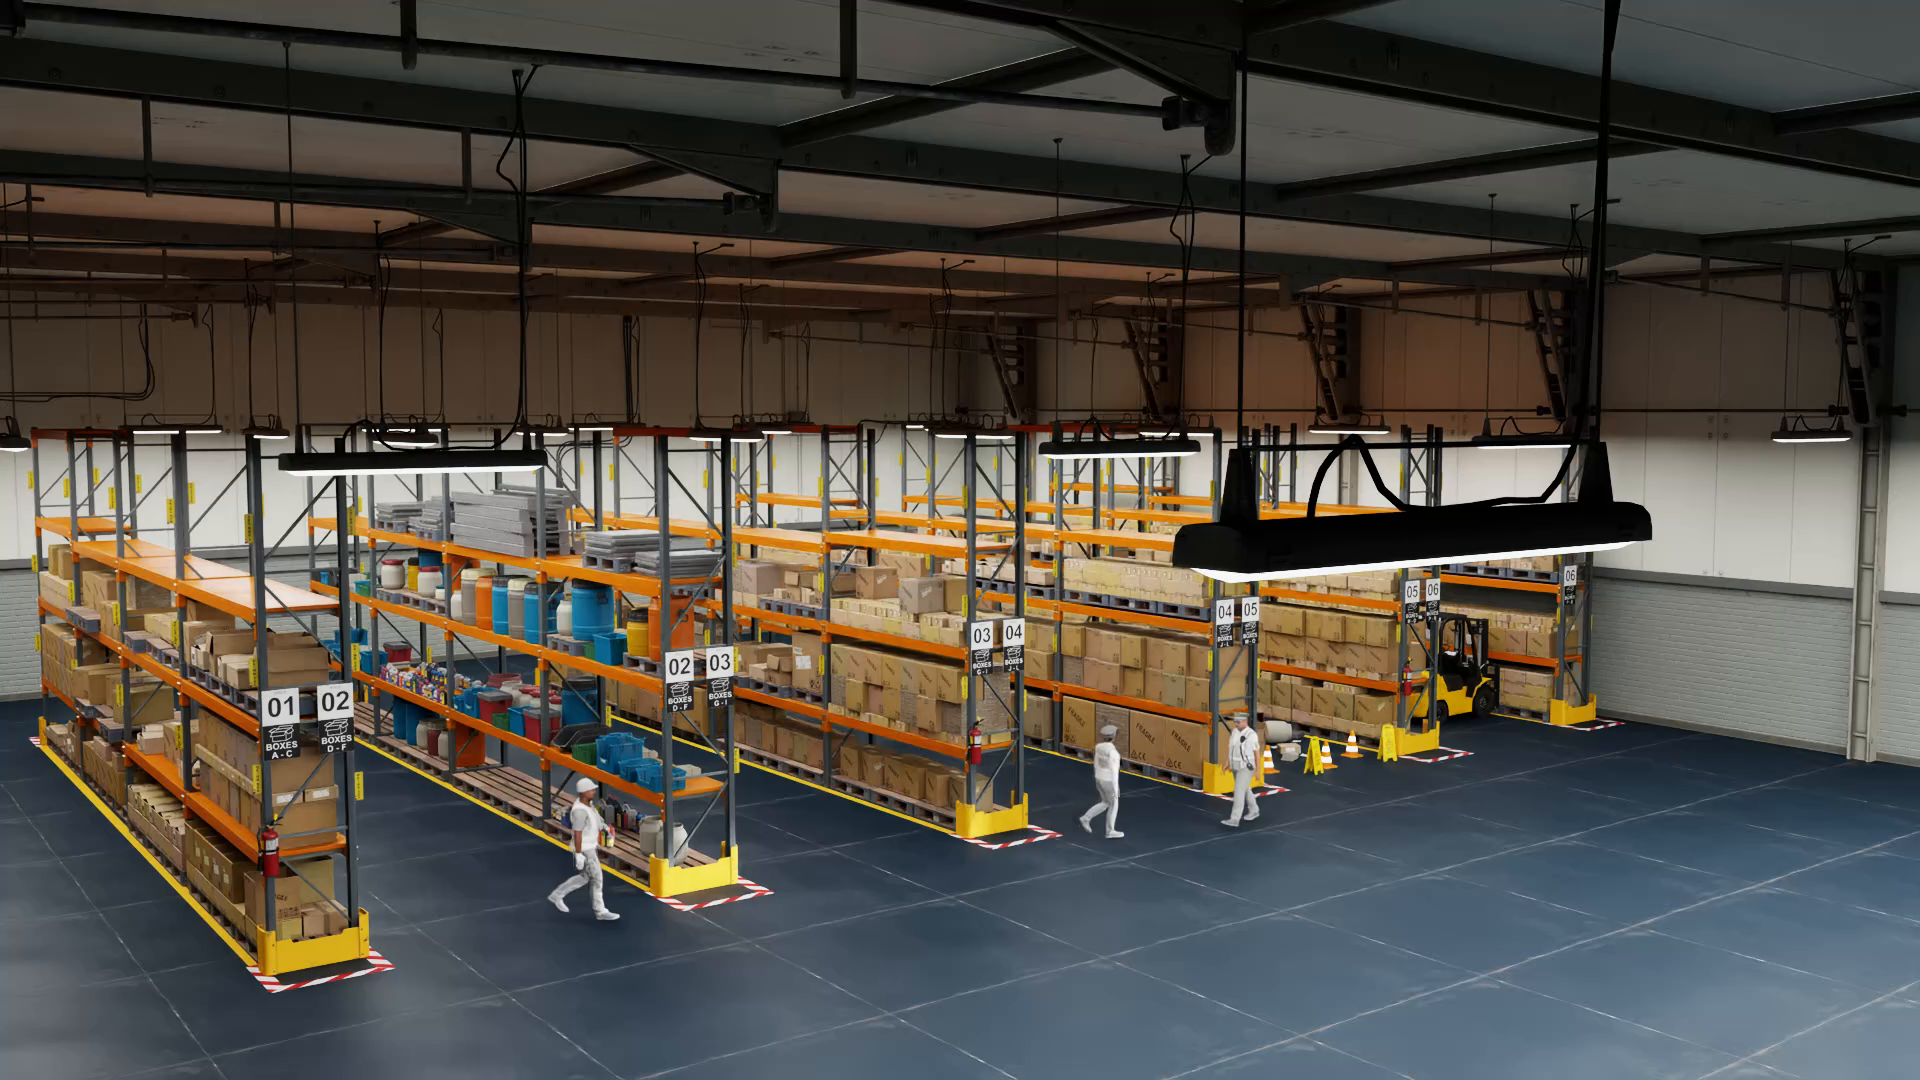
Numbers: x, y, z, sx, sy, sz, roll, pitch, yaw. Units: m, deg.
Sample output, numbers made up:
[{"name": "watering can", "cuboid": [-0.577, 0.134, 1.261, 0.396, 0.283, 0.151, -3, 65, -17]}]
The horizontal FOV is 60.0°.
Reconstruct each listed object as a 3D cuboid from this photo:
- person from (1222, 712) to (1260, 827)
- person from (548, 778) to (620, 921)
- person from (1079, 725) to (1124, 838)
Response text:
[{"name": "person", "cuboid": [4.267, 3.477, 25.384, 0.908, 1.718, 0.550, -2, 5, -26]}, {"name": "person", "cuboid": [-4.678, 3.826, 20.646, 0.905, 1.759, 0.621, 0, 4, -4]}, {"name": "person", "cuboid": [2.098, 3.558, 24.475, 0.657, 1.667, 0.476, -1, 5, -17]}]
